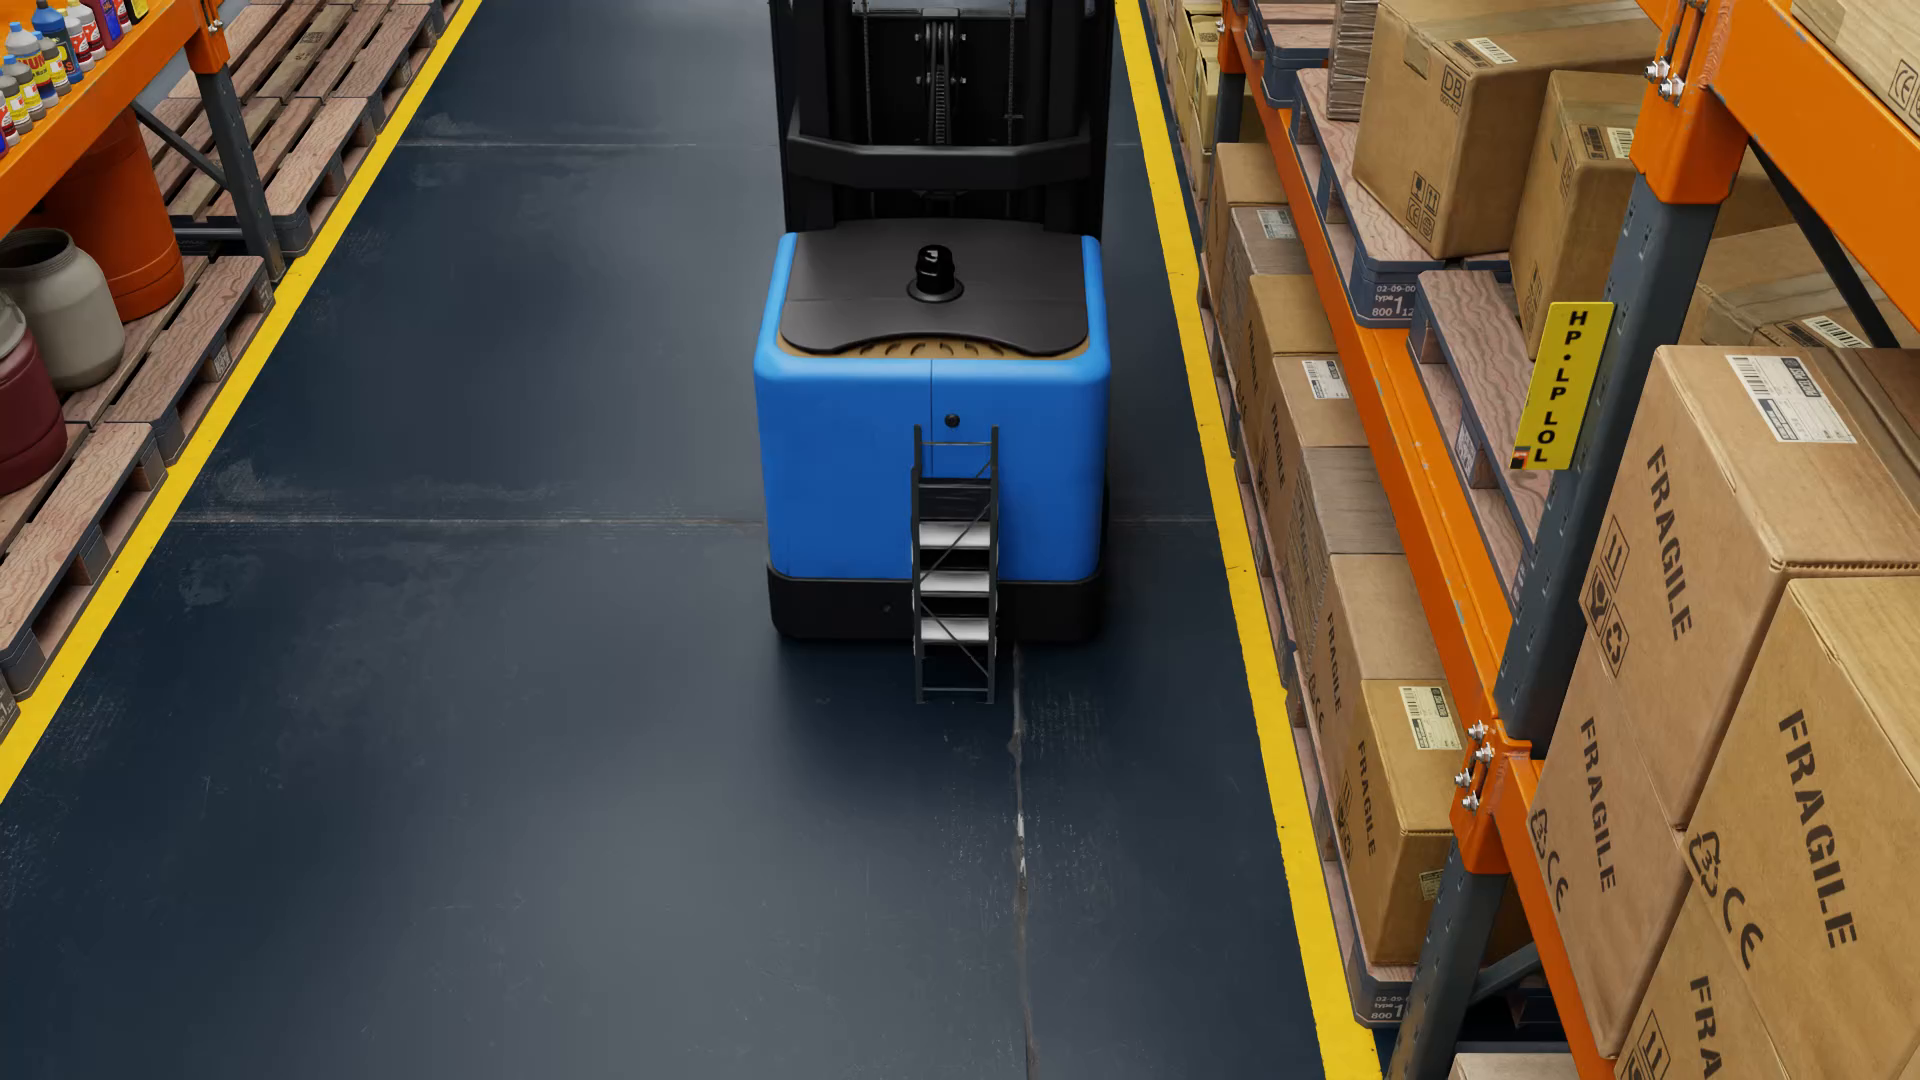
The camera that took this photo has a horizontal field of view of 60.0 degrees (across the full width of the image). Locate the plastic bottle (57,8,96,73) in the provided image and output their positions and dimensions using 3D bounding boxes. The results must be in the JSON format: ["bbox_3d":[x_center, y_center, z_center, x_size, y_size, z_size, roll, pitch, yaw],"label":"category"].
[{"bbox_3d":[-3.007,-1.692,5.622,0.097,0.201,0.097,0,39,0],"label":"plastic bottle"}]

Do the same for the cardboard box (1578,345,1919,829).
[{"bbox_3d":[1.261,0.066,2.389,0.500,0.500,0.500,1,39,1],"label":"cardboard box"}]

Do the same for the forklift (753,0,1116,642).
[{"bbox_3d":[-0.051,-1.719,5.551,1.130,2.935,3.031,1,39,1],"label":"forklift"}]

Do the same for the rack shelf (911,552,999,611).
[{"bbox_3d":[-0.013,0.116,4.939,0.258,0.077,0.200,1,39,1],"label":"rack shelf"}]

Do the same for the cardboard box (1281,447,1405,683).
[{"bbox_3d":[1.262,0.073,4.907,0.500,0.500,0.500,0,39,1],"label":"cardboard box"}]

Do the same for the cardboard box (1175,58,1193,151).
[{"bbox_3d":[1.289,-2.043,7.764,0.500,0.250,0.500,0,39,-1],"label":"cardboard box"}]

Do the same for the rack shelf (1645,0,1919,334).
[{"bbox_3d":[1.544,0.561,0.827,1.077,0.370,4.000,0,39,0],"label":"rack shelf"}]

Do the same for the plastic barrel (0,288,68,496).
[{"bbox_3d":[-3.397,-0.510,5.581,0.600,0.588,0.708,0,39,0],"label":"plastic barrel"}]

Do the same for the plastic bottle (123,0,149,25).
[{"bbox_3d":[-2.989,-2.001,5.942,0.061,0.283,0.133,0,39,0],"label":"plastic bottle"}]

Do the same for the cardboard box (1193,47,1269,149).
[{"bbox_3d":[1.290,-1.938,7.184,0.500,0.311,0.500,1,39,1],"label":"cardboard box"}]

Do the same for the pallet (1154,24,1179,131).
[{"bbox_3d":[1.577,-2.489,8.687,1.003,0.211,1.213,0,39,0],"label":"pallet"}]

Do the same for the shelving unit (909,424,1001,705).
[{"bbox_3d":[-0.013,0.090,4.918,0.258,0.900,0.210,1,39,1],"label":"shelving unit"}]

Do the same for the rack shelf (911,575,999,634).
[{"bbox_3d":[-0.013,0.186,4.996,0.258,0.077,0.200,1,39,1],"label":"rack shelf"}]

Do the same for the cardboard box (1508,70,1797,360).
[{"bbox_3d":[1.701,-0.729,3.845,0.700,0.500,0.500,6,39,7],"label":"cardboard box"}]

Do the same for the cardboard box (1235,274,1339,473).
[{"bbox_3d":[1.254,-0.571,5.711,0.500,0.500,0.500,-1,39,-1],"label":"cardboard box"}]

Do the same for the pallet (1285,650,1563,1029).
[{"bbox_3d":[1.503,0.780,4.608,1.003,0.211,1.213,0,39,0],"label":"pallet"}]

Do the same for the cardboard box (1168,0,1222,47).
[{"bbox_3d":[1.285,-2.579,7.984,0.500,0.311,0.500,0,39,0],"label":"cardboard box"}]

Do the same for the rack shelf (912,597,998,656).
[{"bbox_3d":[-0.013,0.256,5.052,0.258,0.077,0.200,1,39,1],"label":"rack shelf"}]

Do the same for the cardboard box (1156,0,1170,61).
[{"bbox_3d":[1.288,-2.679,8.557,0.500,0.250,0.500,1,39,1],"label":"cardboard box"}]

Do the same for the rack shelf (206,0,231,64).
[{"bbox_3d":[-3.418,-3.270,8.007,1.077,0.370,4.000,0,39,0],"label":"rack shelf"}]

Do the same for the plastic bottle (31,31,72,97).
[{"bbox_3d":[-3.007,-1.570,5.470,0.097,0.201,0.097,0,39,0],"label":"plastic bottle"}]

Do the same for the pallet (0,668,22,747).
[{"bbox_3d":[-3.371,0.807,4.574,1.003,0.211,1.213,0,39,0],"label":"pallet"}]

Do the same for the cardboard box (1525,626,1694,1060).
[{"bbox_3d":[1.270,0.480,2.672,0.500,0.500,0.500,1,39,1],"label":"cardboard box"}]

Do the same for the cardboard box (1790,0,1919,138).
[{"bbox_3d":[1.295,-0.607,1.830,0.500,0.250,0.500,0,39,0],"label":"cardboard box"}]

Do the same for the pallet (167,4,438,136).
[{"bbox_3d":[-3.377,-2.457,8.647,1.003,0.211,1.213,0,39,0],"label":"pallet"}]

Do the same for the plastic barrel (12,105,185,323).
[{"bbox_3d":[-3.399,-1.311,6.387,0.600,0.830,0.708,0,39,0],"label":"plastic barrel"}]

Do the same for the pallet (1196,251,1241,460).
[{"bbox_3d":[1.500,-0.746,6.512,1.003,0.211,1.213,0,39,0],"label":"pallet"}]

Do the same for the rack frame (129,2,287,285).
[{"bbox_3d":[-3.416,-2.300,6.221,1.000,3.000,0.127,0,39,0],"label":"rack frame"}]

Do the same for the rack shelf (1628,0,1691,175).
[{"bbox_3d":[1.539,-1.940,3.949,1.077,0.370,4.000,0,39,0],"label":"rack shelf"}]

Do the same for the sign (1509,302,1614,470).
[{"bbox_3d":[0.987,-0.249,2.736,0.100,0.325,0.005,0,39,0],"label":"sign"}]

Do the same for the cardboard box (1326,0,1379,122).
[{"bbox_3d":[1.461,-1.538,4.855,0.700,0.500,0.500,7,39,8],"label":"cardboard box"}]

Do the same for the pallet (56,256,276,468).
[{"bbox_3d":[-3.374,-0.718,6.478,1.003,0.211,1.213,0,39,0],"label":"pallet"}]

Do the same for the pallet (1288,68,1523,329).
[{"bbox_3d":[1.544,-1.010,4.765,1.003,0.211,1.213,0,39,0],"label":"pallet"}]

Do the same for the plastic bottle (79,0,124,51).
[{"bbox_3d":[-2.989,-1.857,5.762,0.061,0.283,0.133,0,39,0],"label":"plastic bottle"}]

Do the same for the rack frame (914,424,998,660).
[{"bbox_3d":[-0.011,0.026,4.998,0.240,0.900,0.006,1,39,1],"label":"rack frame"}]

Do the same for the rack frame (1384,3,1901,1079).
[{"bbox_3d":[1.545,0.201,3.101,0.949,2.616,0.053,0,39,0],"label":"rack frame"}]

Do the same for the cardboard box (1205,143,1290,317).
[{"bbox_3d":[1.252,-1.212,6.511,0.500,0.500,0.500,2,39,2],"label":"cardboard box"}]

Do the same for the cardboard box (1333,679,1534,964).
[{"bbox_3d":[1.255,0.696,4.130,0.500,0.500,0.500,0,39,0],"label":"cardboard box"}]

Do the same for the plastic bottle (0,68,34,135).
[{"bbox_3d":[-3.006,-1.388,5.242,0.097,0.201,0.097,0,39,0],"label":"plastic bottle"}]

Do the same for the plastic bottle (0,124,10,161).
[{"bbox_3d":[-2.988,-1.287,5.050,0.061,0.283,0.133,0,39,0],"label":"plastic bottle"}]
